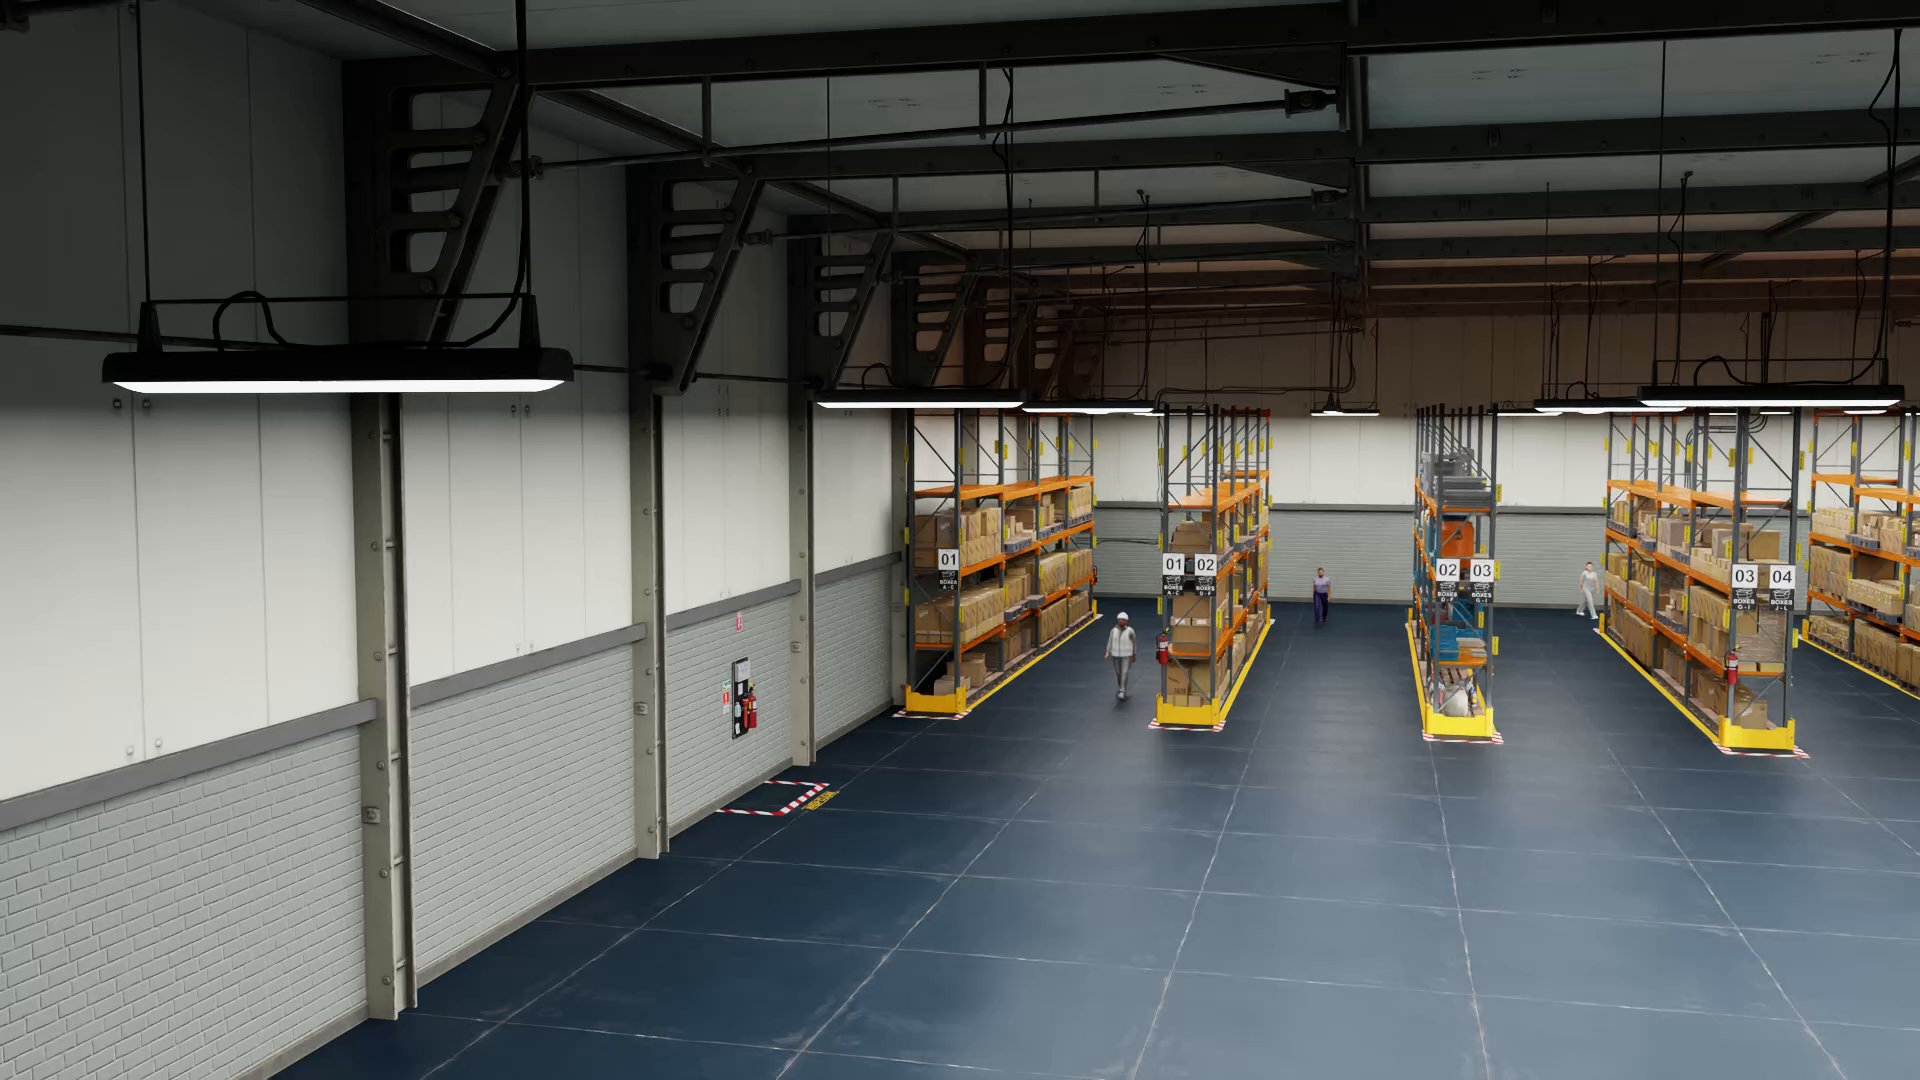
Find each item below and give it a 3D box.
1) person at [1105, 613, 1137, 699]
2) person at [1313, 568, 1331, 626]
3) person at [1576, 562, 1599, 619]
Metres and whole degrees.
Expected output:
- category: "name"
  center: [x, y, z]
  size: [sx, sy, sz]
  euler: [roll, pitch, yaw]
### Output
- category: "person"
  center: [3.319, 2.355, 34.219]
  size: [0.611, 1.710, 1.069]
  euler: [1, 4, 17]
- category: "person"
  center: [10.024, 1.555, 46.062]
  size: [0.487, 1.602, 0.857]
  euler: [1, 4, 12]
- category: "person"
  center: [18.022, 1.429, 47.634]
  size: [0.420, 1.604, 1.106]
  euler: [-1, 4, -20]
